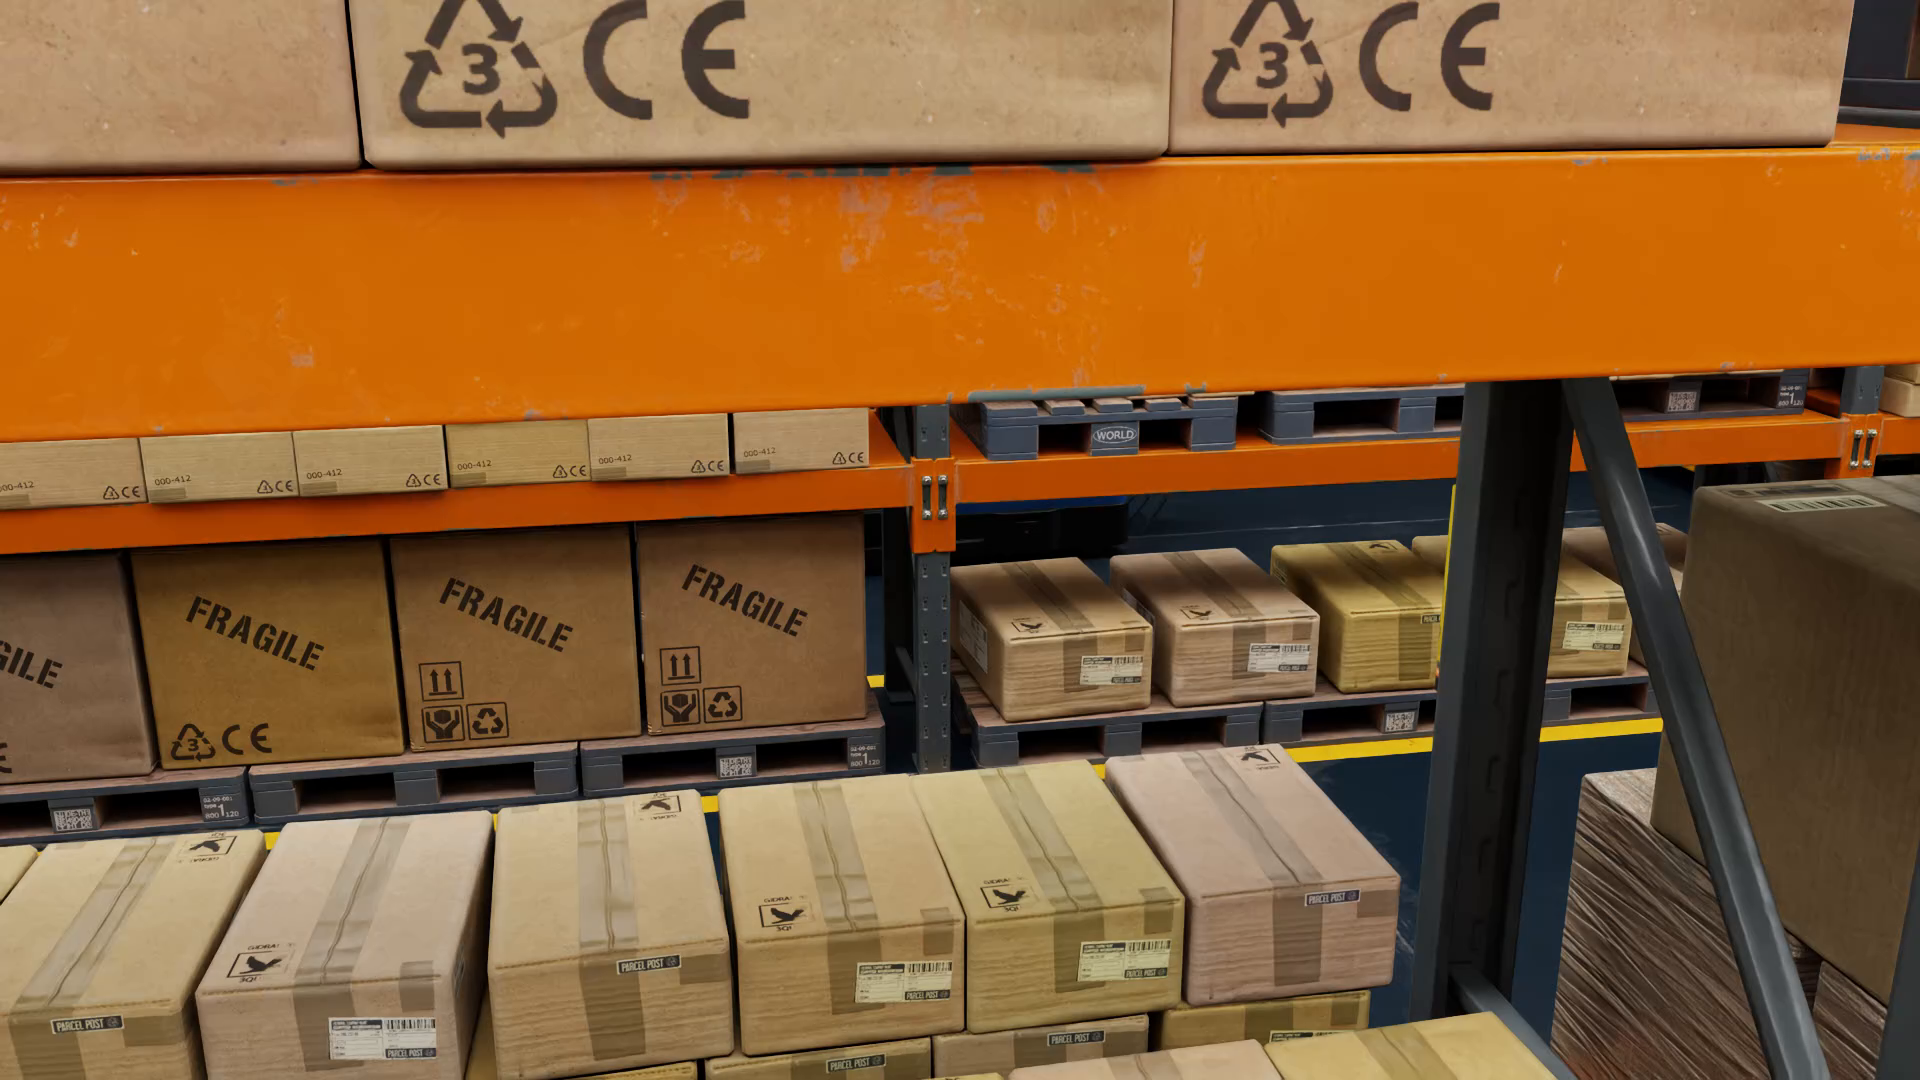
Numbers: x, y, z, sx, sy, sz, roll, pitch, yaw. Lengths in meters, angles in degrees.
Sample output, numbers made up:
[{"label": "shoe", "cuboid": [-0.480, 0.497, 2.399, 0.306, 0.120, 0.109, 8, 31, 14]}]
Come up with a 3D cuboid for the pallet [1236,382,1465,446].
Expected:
[{"label": "pallet", "cuboid": [1.742, -0.651, 7.148, 1.213, 0.211, 1.003, -3, 17, -10]}]

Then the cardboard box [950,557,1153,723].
[{"label": "cardboard box", "cuboid": [0.363, 0.406, 7.140, 0.625, 0.372, 0.950, -4, 18, -14]}]

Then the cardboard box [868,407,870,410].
[{"label": "cardboard box", "cuboid": [-0.524, -1.147, 11.768, 0.625, 0.625, 0.875, -3, 17, -9]}]

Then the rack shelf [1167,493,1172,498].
[{"label": "rack shelf", "cuboid": [1.175, -0.375, 9.978, 0.180, 0.103, 0.258, 34, 6, -21]}]

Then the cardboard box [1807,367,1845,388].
[{"label": "cardboard box", "cuboid": [3.992, -0.829, 7.829, 0.250, 0.149, 0.380, -3, 17, -11]}]

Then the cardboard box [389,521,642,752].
[{"label": "cardboard box", "cuboid": [-1.764, 0.258, 6.768, 0.875, 0.875, 0.875, -3, 17, -10]}]

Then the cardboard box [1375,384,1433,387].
[{"label": "cardboard box", "cuboid": [1.757, -0.742, 6.830, 0.250, 0.149, 0.380, -3, 17, -9]}]

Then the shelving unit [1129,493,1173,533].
[{"label": "shelving unit", "cuboid": [1.344, -0.602, 9.949, 0.189, 1.200, 0.258, 34, 6, -21]}]

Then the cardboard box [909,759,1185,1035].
[{"label": "cardboard box", "cuboid": [0.091, 0.422, 2.030, 0.250, 0.149, 0.380, -4, 17, -12]}]

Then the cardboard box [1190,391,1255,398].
[{"label": "cardboard box", "cuboid": [0.996, -0.683, 6.639, 0.250, 0.149, 0.380, -3, 17, -10]}]

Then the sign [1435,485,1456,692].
[{"label": "sign", "cuboid": [0.736, 0.088, 2.446, 0.005, 0.325, 0.100, -3, 17, -10]}]

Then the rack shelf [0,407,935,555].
[{"label": "rack shelf", "cuboid": [-2.157, -0.165, 6.466, 4.000, 0.370, 1.077, -3, 17, -10]}]

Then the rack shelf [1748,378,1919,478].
[{"label": "rack shelf", "cuboid": [5.698, -0.611, 7.916, 4.000, 0.370, 1.077, -3, 17, -10]}]

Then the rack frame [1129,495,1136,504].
[{"label": "rack frame", "cuboid": [1.274, -0.650, 9.917, 0.006, 1.200, 0.240, 34, 6, -21]}]

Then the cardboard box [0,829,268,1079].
[{"label": "cardboard box", "cuboid": [-0.936, 0.479, 1.841, 0.250, 0.149, 0.380, -3, 17, -9]}]

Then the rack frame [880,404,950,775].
[{"label": "rack frame", "cuboid": [-0.193, -0.620, 6.723, 0.127, 3.000, 1.000, -3, 17, -10]}]

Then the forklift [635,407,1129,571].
[{"label": "forklift", "cuboid": [-0.607, -1.361, 9.250, 3.031, 2.935, 1.130, -4, 17, -12]}]

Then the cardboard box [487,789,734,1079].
[{"label": "cardboard box", "cuboid": [-0.411, 0.449, 1.942, 0.250, 0.149, 0.380, -4, 18, -13]}]

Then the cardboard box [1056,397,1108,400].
[{"label": "cardboard box", "cuboid": [0.445, -0.672, 6.602, 0.250, 0.149, 0.380, -4, 18, -14]}]

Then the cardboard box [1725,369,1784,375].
[{"label": "cardboard box", "cuboid": [3.281, -0.816, 7.071, 0.250, 0.149, 0.380, -3, 17, -10]}]

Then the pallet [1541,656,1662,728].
[{"label": "pallet", "cuboid": [2.970, 0.534, 7.715, 1.213, 0.211, 1.003, -3, 17, -10]}]

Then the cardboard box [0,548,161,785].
[{"label": "cardboard box", "cuboid": [-3.527, 0.360, 6.435, 0.875, 0.875, 0.875, -3, 17, -9]}]

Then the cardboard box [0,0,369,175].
[{"label": "cardboard box", "cuboid": [-0.648, -0.517, 1.108, 0.500, 0.500, 0.500, -3, 17, -10]}]

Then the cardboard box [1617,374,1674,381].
[{"label": "cardboard box", "cuboid": [2.772, -0.781, 6.959, 0.250, 0.149, 0.380, -4, 17, -11]}]

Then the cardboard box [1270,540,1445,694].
[{"label": "cardboard box", "cuboid": [1.832, 0.322, 7.414, 0.625, 0.372, 0.950, -3, 17, -9]}]

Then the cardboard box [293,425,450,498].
[{"label": "cardboard box", "cuboid": [-2.132, -0.353, 6.107, 0.500, 0.250, 0.500, -4, 17, -11]}]

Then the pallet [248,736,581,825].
[{"label": "pallet", "cuboid": [-2.177, 0.802, 6.842, 1.213, 0.211, 1.003, -3, 17, -10]}]

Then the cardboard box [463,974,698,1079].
[{"label": "cardboard box", "cuboid": [-0.443, 0.593, 1.979, 0.250, 0.149, 0.380, -3, 17, -10]}]

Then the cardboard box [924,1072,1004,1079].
[{"label": "cardboard box", "cuboid": [-0.054, 0.623, 1.373, 0.250, 0.149, 0.380, -3, 17, -9]}]

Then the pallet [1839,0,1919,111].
[{"label": "pallet", "cuboid": [1.467, -0.594, 1.849, 1.003, 0.211, 1.213, -2, 17, -8]}]

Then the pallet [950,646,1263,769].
[{"label": "pallet", "cuboid": [0.574, 0.669, 7.273, 1.213, 0.211, 1.003, -3, 17, -10]}]

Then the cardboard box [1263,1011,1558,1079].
[{"label": "cardboard box", "cuboid": [0.451, 0.595, 1.464, 0.250, 0.149, 0.380, -4, 18, -13]}]

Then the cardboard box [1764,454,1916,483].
[{"label": "cardboard box", "cuboid": [4.264, -0.198, 8.039, 0.500, 0.500, 0.500, -3, 17, -11]}]

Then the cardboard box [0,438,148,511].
[{"label": "cardboard box", "cuboid": [-3.131, -0.304, 5.947, 0.500, 0.250, 0.500, -4, 17, -12]}]

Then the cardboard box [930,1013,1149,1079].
[{"label": "cardboard box", "cuboid": [0.066, 0.563, 2.076, 0.250, 0.149, 0.380, -2, 17, -8]}]

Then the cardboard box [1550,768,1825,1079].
[{"label": "cardboard box", "cuboid": [1.236, 0.651, 2.414, 0.500, 0.500, 0.500, -3, 17, -10]}]

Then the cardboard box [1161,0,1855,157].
[{"label": "cardboard box", "cuboid": [0.332, -0.576, 1.298, 0.500, 0.500, 0.500, -3, 17, -10]}]

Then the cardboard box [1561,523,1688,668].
[{"label": "cardboard box", "cuboid": [3.219, 0.242, 7.675, 0.625, 0.372, 0.950, -3, 17, -10]}]

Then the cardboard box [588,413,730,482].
[{"label": "cardboard box", "cuboid": [-1.139, -0.413, 6.302, 0.500, 0.250, 0.500, -3, 17, -9]}]
